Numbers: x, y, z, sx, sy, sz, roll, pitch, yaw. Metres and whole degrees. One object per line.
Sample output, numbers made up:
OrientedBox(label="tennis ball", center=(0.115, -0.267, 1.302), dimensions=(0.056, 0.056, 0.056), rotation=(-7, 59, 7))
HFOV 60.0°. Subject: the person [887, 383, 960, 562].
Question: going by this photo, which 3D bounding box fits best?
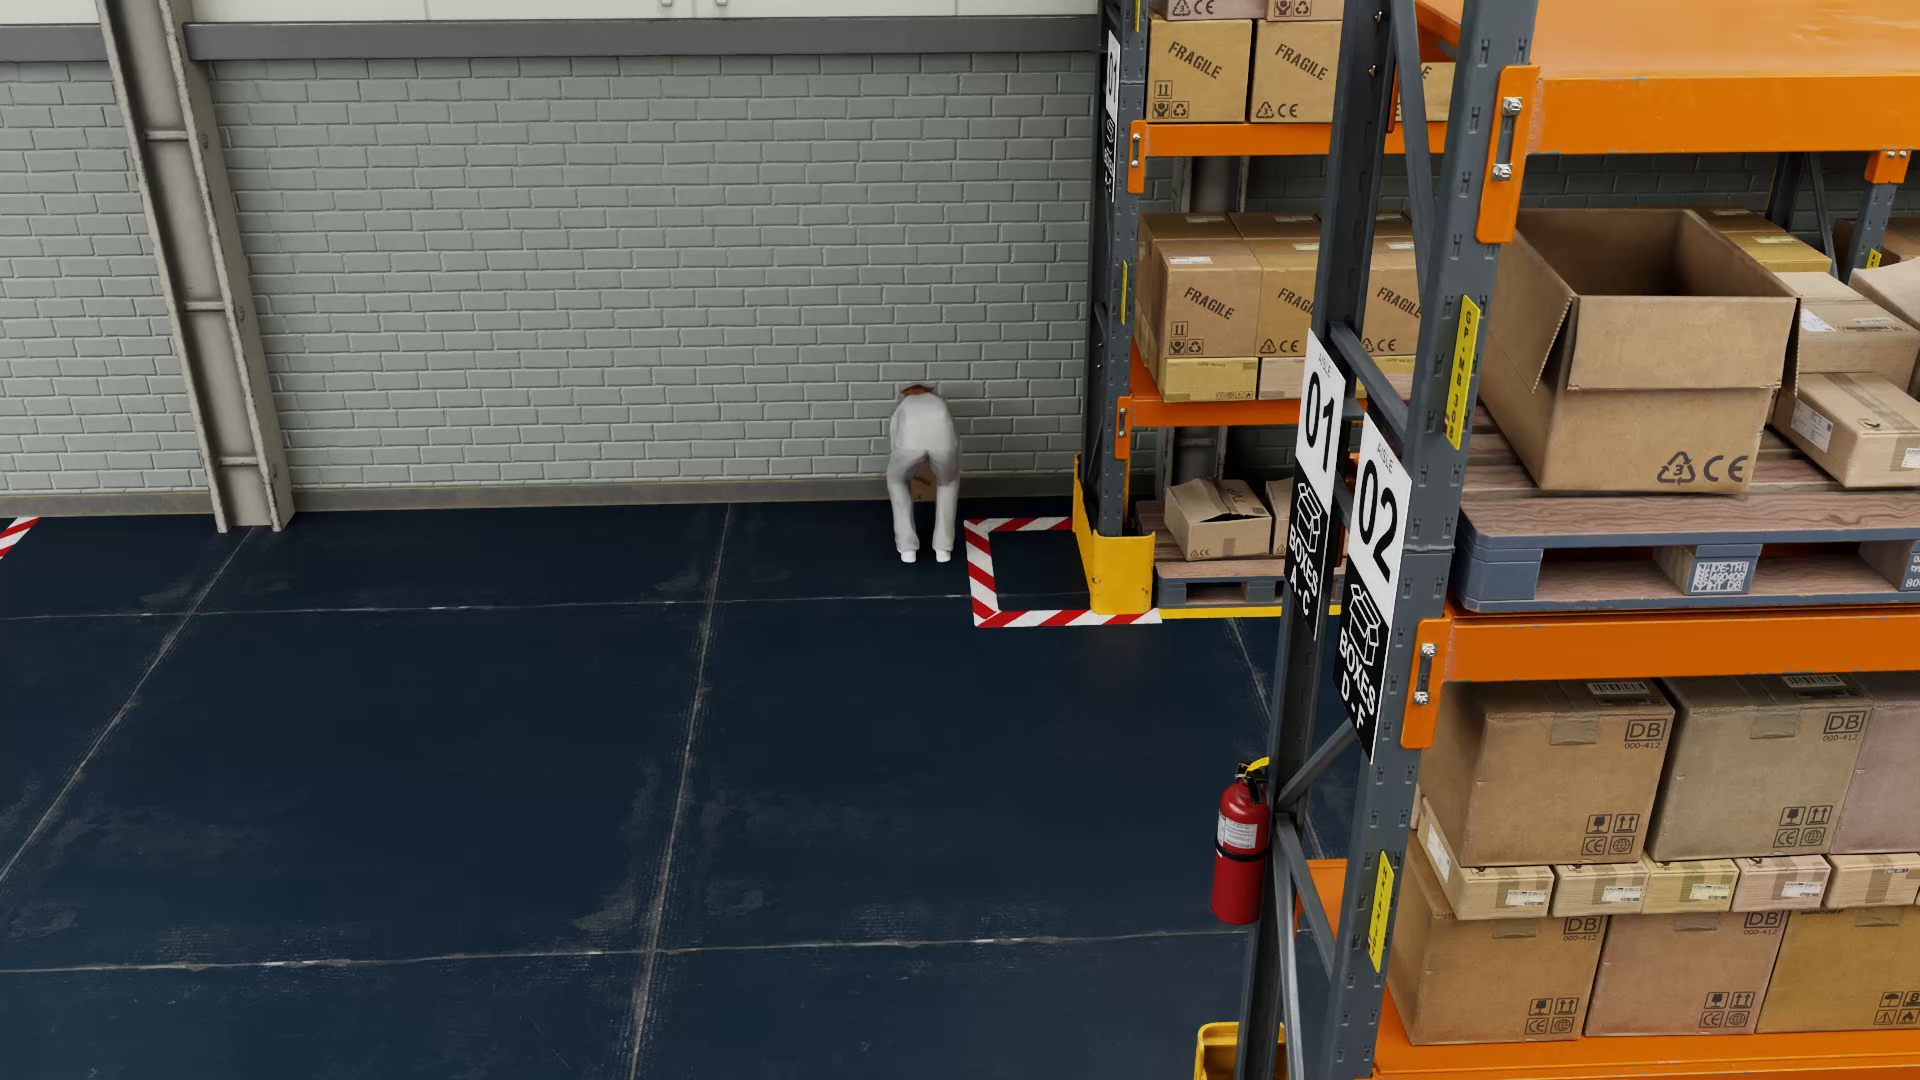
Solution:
OrientedBox(label="person", center=(-0.231, -0.442, 10.214), dimensions=(0.446, 0.979, 0.863), rotation=(-2, 28, -5))
